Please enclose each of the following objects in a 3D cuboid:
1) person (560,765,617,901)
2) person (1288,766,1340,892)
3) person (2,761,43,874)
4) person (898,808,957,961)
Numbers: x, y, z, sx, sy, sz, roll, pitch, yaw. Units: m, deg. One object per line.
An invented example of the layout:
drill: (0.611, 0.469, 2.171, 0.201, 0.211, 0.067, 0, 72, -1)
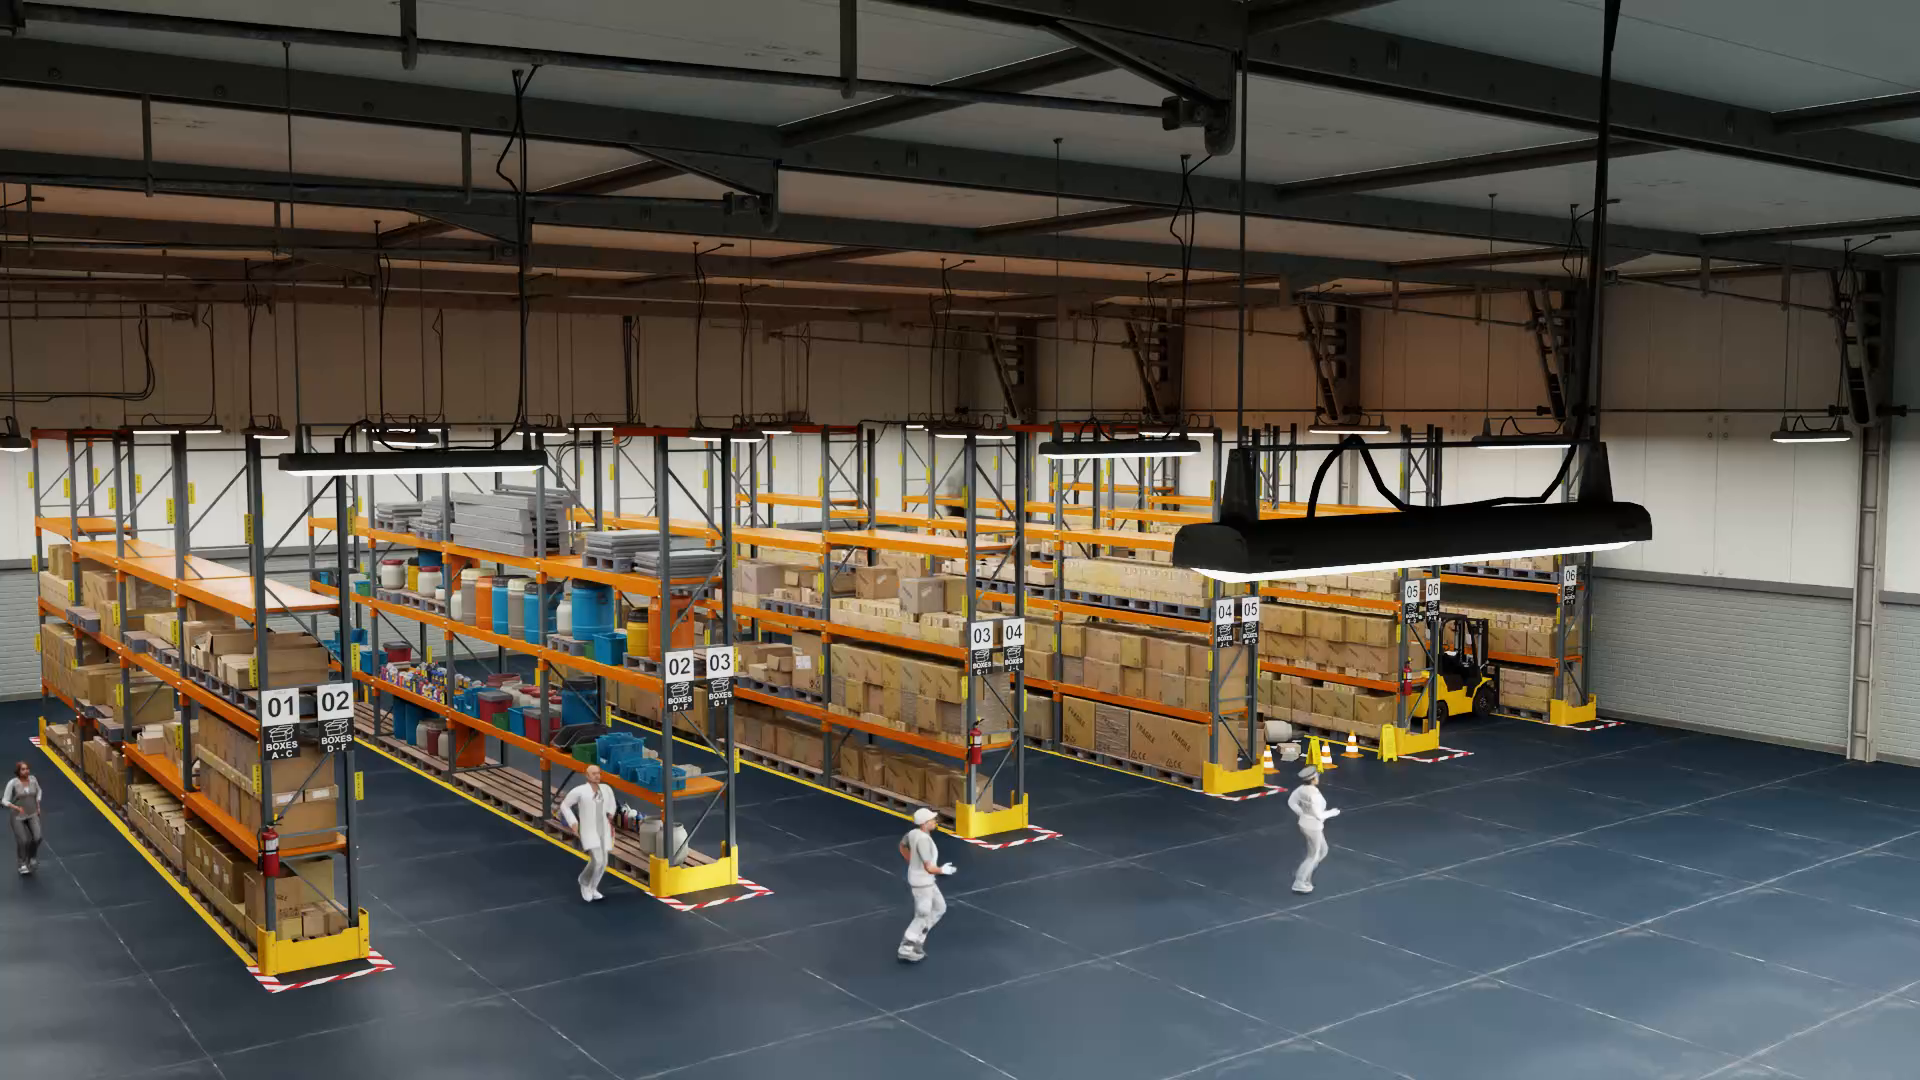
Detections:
person: (-4.693, 3.773, 21.402, 0.685, 1.735, 0.631, -4, 6, -43)
person: (4.641, 3.782, 21.775, 0.614, 1.690, 0.596, -1, 5, -9)
person: (-12.679, 3.770, 22.559, 0.569, 1.565, 0.529, 4, 6, 44)
person: (-0.386, 3.950, 19.098, 0.676, 1.785, 0.686, -1, 5, -9)
